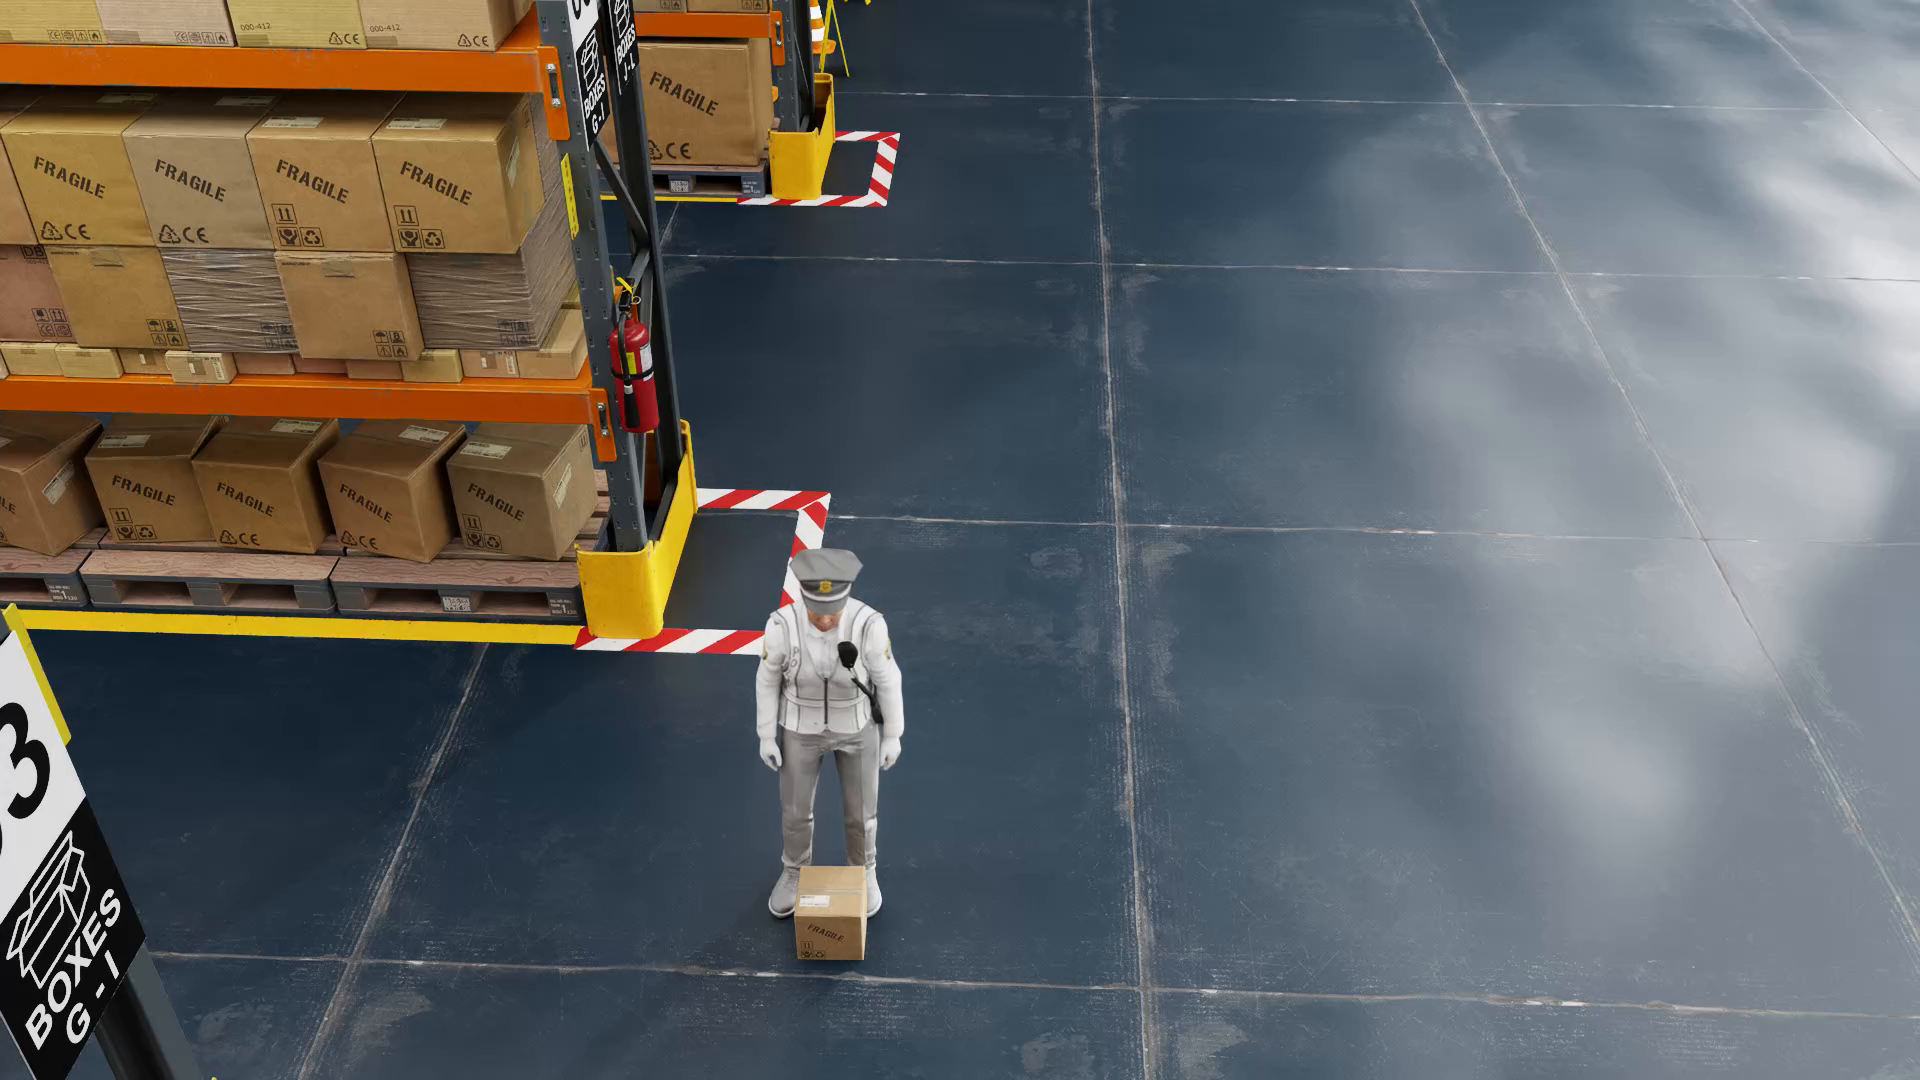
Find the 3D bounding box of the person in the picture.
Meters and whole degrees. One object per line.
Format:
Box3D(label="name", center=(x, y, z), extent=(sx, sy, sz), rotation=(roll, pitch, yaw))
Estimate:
Box3D(label="person", center=(-0.479, 0.710, 6.128), extent=(0.547, 1.667, 0.369), rotation=(0, 36, 0))
